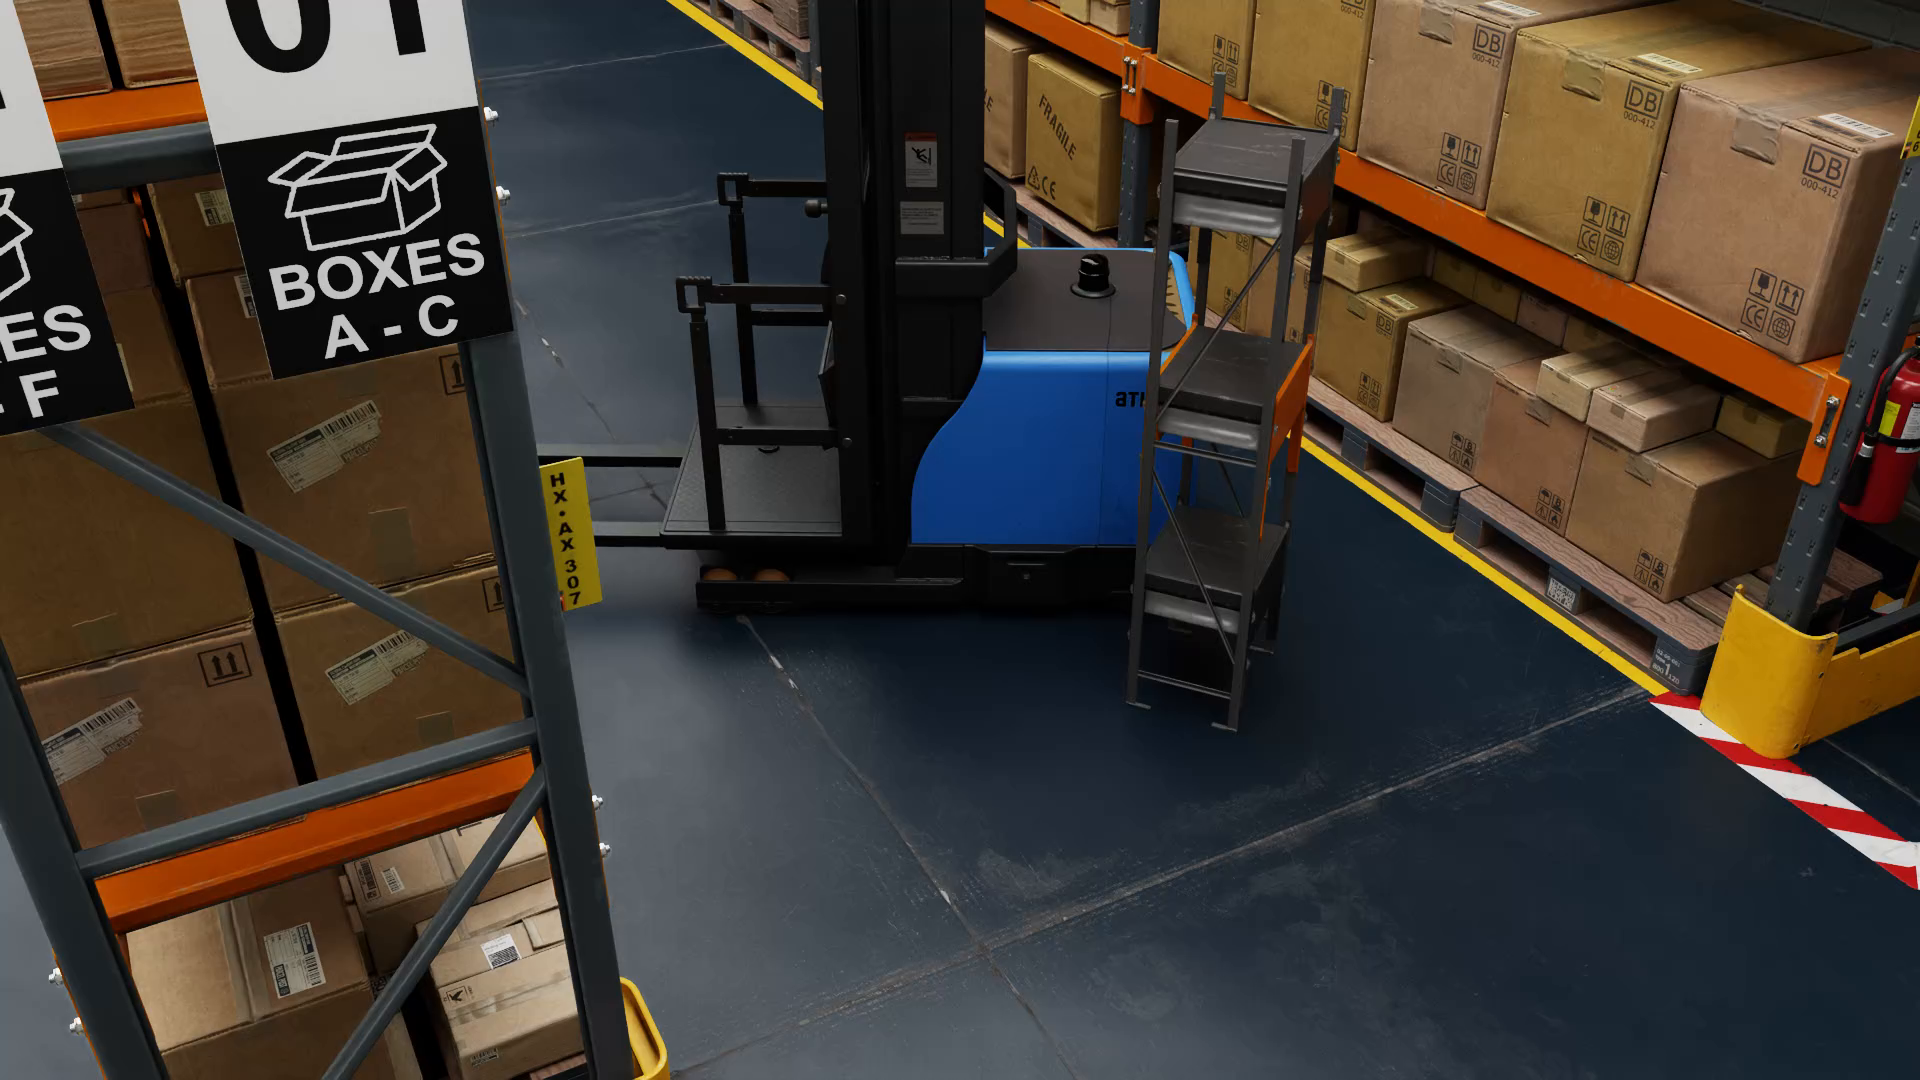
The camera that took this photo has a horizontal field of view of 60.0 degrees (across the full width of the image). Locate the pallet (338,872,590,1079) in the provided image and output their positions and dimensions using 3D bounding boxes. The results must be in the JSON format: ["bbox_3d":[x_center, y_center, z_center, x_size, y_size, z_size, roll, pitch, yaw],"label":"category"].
[{"bbox_3d":[-1.638,1.254,4.598,1.003,0.211,1.213,-16,36,-23],"label":"pallet"}]

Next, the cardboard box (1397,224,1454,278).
[{"bbox_3d":[2.139,-1.297,7.321,0.380,0.149,0.250,-15,36,-23],"label":"cardboard box"}]

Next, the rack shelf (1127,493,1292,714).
[{"bbox_3d":[0.866,0.215,5.791,0.431,0.518,0.480,13,35,20],"label":"rack shelf"}]

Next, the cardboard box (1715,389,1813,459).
[{"bbox_3d":[2.971,-0.449,5.997,0.380,0.149,0.250,-16,36,-23],"label":"cardboard box"}]

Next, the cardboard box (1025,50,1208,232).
[{"bbox_3d":[0.867,-2.210,9.022,0.750,0.750,0.750,-15,36,-23],"label":"cardboard box"}]

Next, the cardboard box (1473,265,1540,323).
[{"bbox_3d":[2.378,-1.054,6.940,0.380,0.149,0.250,-15,36,-23],"label":"cardboard box"}]

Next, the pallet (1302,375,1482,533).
[{"bbox_3d":[2.143,-0.521,7.368,1.003,0.211,1.213,-16,36,-23],"label":"pallet"}]

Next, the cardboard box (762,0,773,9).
[{"bbox_3d":[-1.099,-4.308,12.603,0.700,0.500,0.500,-16,36,-23],"label":"cardboard box"}]

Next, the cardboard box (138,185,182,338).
[{"bbox_3d":[-2.394,-1.036,5.493,0.500,0.500,0.500,-15,36,-22],"label":"cardboard box"}]

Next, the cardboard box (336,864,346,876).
[{"bbox_3d":[-2.118,0.810,4.846,0.500,0.250,0.500,-16,36,-23],"label":"cardboard box"}]

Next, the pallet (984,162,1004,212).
[{"bbox_3d":[0.286,-2.419,10.330,1.003,0.211,1.213,-16,36,-23],"label":"pallet"}]

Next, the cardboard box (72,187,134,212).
[{"bbox_3d":[-2.163,-0.598,3.883,0.500,0.500,0.500,-15,36,-22],"label":"cardboard box"}]

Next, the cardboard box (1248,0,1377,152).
[{"bbox_3d":[1.859,-2.174,7.085,0.980,0.700,0.700,-17,36,-24],"label":"cardboard box"}]

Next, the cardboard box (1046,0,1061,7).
[{"bbox_3d":[0.658,-2.903,8.715,0.380,0.149,0.250,-15,35,-22],"label":"cardboard box"}]

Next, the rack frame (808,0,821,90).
[{"bbox_3d":[-0.580,-4.570,11.102,1.000,3.000,0.127,-16,36,-23],"label":"rack frame"}]

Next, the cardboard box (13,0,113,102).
[{"bbox_3d":[-1.703,-0.883,2.706,0.500,0.250,0.500,-16,36,-23],"label":"cardboard box"}]

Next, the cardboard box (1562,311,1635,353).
[{"bbox_3d":[2.618,-0.810,6.560,0.380,0.149,0.250,-16,36,-23],"label":"cardboard box"}]

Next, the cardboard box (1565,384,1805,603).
[{"bbox_3d":[2.736,-0.185,6.186,0.700,0.500,0.500,-16,36,-23],"label":"cardboard box"}]

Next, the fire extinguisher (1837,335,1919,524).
[{"bbox_3d":[2.812,-0.374,4.971,0.296,0.674,0.183,-16,36,-23],"label":"fire extinguisher"}]

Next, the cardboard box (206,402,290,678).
[{"bbox_3d":[-1.449,-0.069,3.985,0.500,0.500,0.500,-16,36,-24],"label":"cardboard box"}]

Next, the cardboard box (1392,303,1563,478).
[{"bbox_3d":[2.267,-0.664,6.933,0.700,0.500,0.500,-17,36,-25],"label":"cardboard box"}]

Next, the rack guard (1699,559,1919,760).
[{"bbox_3d":[3.162,0.312,5.800,1.175,0.500,0.348,-16,36,-23],"label":"rack guard"}]

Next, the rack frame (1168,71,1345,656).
[{"bbox_3d":[0.964,-0.507,5.594,0.400,2.100,0.015,13,35,20],"label":"rack frame"}]

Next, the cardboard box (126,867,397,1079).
[{"bbox_3d":[-1.702,1.166,4.060,0.500,0.500,0.500,-16,36,-23],"label":"cardboard box"}]

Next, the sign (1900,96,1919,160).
[{"bbox_3d":[2.664,-1.209,4.564,0.100,0.325,0.005,-16,36,-23],"label":"sign"}]

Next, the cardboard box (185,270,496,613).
[{"bbox_3d":[-1.204,-0.245,3.333,0.500,0.500,0.500,-15,35,-22],"label":"cardboard box"}]

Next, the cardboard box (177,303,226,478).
[{"bbox_3d":[-1.912,-0.549,4.733,0.500,0.500,0.500,-15,36,-22],"label":"cardboard box"}]

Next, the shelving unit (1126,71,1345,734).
[{"bbox_3d":[0.866,-0.386,5.406,0.431,2.100,0.503,13,35,20],"label":"shelving unit"}]

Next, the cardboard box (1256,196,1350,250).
[{"bbox_3d":[1.542,-1.466,7.585,0.380,0.149,0.250,-15,35,-22],"label":"cardboard box"}]

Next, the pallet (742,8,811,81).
[{"bbox_3d":[-0.943,-3.769,12.437,1.003,0.211,1.213,-16,36,-23],"label":"pallet"}]

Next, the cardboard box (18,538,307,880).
[{"bbox_3d":[-1.680,0.308,3.395,0.500,0.500,0.500,-15,35,-22],"label":"cardboard box"}]

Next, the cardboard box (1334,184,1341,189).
[{"bbox_3d":[1.651,-1.795,8.097,0.380,0.149,0.250,-16,36,-23],"label":"cardboard box"}]

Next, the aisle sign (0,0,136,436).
[{"bbox_3d":[-1.469,-0.489,2.323,0.394,0.787,0.004,-16,36,-23],"label":"aisle sign"}]

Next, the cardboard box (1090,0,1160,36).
[{"bbox_3d":[0.877,-2.654,8.326,0.380,0.149,0.250,-16,36,-23],"label":"cardboard box"}]

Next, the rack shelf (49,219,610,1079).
[{"bbox_3d":[-2.163,-0.156,4.879,1.077,0.370,4.000,-16,36,-23],"label":"rack shelf"}]

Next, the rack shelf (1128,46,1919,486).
[{"bbox_3d":[2.218,-1.404,6.827,1.077,0.370,4.000,-16,36,-23],"label":"rack shelf"}]

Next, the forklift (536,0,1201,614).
[{"bbox_3d":[-0.624,-1.240,5.969,3.031,2.935,1.130,1,33,1],"label":"forklift"}]

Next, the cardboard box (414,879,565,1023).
[{"bbox_3d":[-1.238,1.098,4.474,0.380,0.166,0.250,-16,36,-23],"label":"cardboard box"}]

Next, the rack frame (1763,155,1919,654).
[{"bbox_3d":[3.150,-0.752,5.143,1.000,3.000,0.127,-16,36,-23],"label":"rack frame"}]

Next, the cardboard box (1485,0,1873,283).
[{"bbox_3d":[2.555,-1.464,5.976,0.980,0.700,0.700,-16,36,-23],"label":"cardboard box"}]

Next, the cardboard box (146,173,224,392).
[{"bbox_3d":[-1.683,-0.733,4.094,0.500,0.500,0.500,-15,36,-22],"label":"cardboard box"}]

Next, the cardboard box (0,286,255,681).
[{"bbox_3d":[-1.681,-0.111,3.122,0.500,0.500,0.500,-16,36,-24],"label":"cardboard box"}]

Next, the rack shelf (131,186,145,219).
[{"bbox_3d":[-4.028,-2.065,7.859,1.077,0.370,4.000,-16,36,-23],"label":"rack shelf"}]

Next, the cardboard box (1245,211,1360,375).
[{"bbox_3d":[1.775,-1.162,7.711,0.700,0.500,0.500,-16,36,-24],"label":"cardboard box"}]

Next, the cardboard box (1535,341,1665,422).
[{"bbox_3d":[2.395,-0.596,6.226,0.380,0.149,0.250,-15,36,-22],"label":"cardboard box"}]
